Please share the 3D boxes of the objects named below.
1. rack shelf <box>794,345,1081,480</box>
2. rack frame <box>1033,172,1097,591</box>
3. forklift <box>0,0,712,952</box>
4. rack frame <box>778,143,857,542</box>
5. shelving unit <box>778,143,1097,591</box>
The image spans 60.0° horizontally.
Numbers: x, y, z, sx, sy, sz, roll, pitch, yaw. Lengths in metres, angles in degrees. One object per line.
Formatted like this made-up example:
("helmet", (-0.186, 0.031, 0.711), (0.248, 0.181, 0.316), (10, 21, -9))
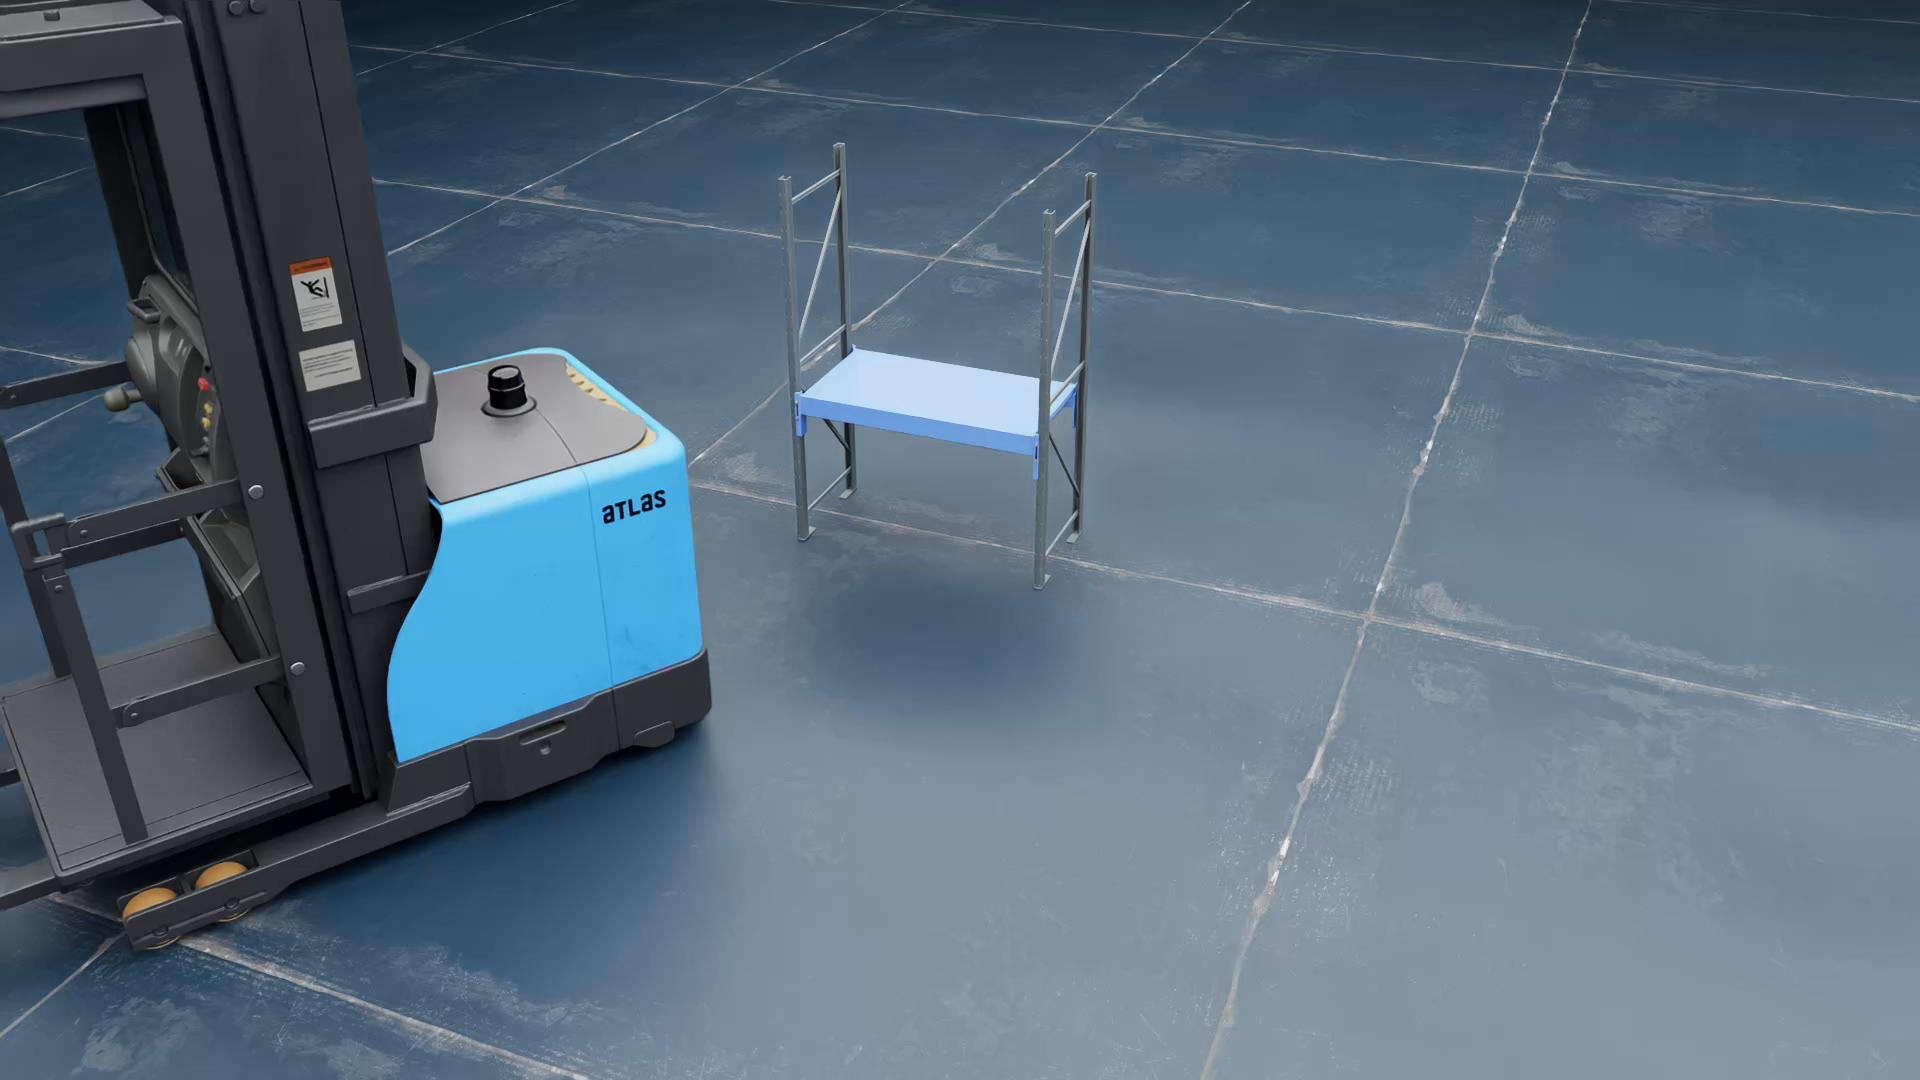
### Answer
("rack shelf", (-0.079, -0.512, 6.497), (1.000, 0.185, 0.538), (11, 31, 19))
("rack frame", (0.392, -0.575, 6.242), (0.032, 1.500, 0.500), (11, 31, 19))
("forklift", (-2.333, -0.417, 4.509), (3.031, 2.935, 1.130), (-19, 35, -30))
("rack frame", (-0.550, -0.763, 6.575), (0.032, 1.500, 0.500), (11, 31, 19))
("shelving unit", (-0.079, -0.669, 6.409), (1.048, 1.500, 0.538), (11, 31, 19))
